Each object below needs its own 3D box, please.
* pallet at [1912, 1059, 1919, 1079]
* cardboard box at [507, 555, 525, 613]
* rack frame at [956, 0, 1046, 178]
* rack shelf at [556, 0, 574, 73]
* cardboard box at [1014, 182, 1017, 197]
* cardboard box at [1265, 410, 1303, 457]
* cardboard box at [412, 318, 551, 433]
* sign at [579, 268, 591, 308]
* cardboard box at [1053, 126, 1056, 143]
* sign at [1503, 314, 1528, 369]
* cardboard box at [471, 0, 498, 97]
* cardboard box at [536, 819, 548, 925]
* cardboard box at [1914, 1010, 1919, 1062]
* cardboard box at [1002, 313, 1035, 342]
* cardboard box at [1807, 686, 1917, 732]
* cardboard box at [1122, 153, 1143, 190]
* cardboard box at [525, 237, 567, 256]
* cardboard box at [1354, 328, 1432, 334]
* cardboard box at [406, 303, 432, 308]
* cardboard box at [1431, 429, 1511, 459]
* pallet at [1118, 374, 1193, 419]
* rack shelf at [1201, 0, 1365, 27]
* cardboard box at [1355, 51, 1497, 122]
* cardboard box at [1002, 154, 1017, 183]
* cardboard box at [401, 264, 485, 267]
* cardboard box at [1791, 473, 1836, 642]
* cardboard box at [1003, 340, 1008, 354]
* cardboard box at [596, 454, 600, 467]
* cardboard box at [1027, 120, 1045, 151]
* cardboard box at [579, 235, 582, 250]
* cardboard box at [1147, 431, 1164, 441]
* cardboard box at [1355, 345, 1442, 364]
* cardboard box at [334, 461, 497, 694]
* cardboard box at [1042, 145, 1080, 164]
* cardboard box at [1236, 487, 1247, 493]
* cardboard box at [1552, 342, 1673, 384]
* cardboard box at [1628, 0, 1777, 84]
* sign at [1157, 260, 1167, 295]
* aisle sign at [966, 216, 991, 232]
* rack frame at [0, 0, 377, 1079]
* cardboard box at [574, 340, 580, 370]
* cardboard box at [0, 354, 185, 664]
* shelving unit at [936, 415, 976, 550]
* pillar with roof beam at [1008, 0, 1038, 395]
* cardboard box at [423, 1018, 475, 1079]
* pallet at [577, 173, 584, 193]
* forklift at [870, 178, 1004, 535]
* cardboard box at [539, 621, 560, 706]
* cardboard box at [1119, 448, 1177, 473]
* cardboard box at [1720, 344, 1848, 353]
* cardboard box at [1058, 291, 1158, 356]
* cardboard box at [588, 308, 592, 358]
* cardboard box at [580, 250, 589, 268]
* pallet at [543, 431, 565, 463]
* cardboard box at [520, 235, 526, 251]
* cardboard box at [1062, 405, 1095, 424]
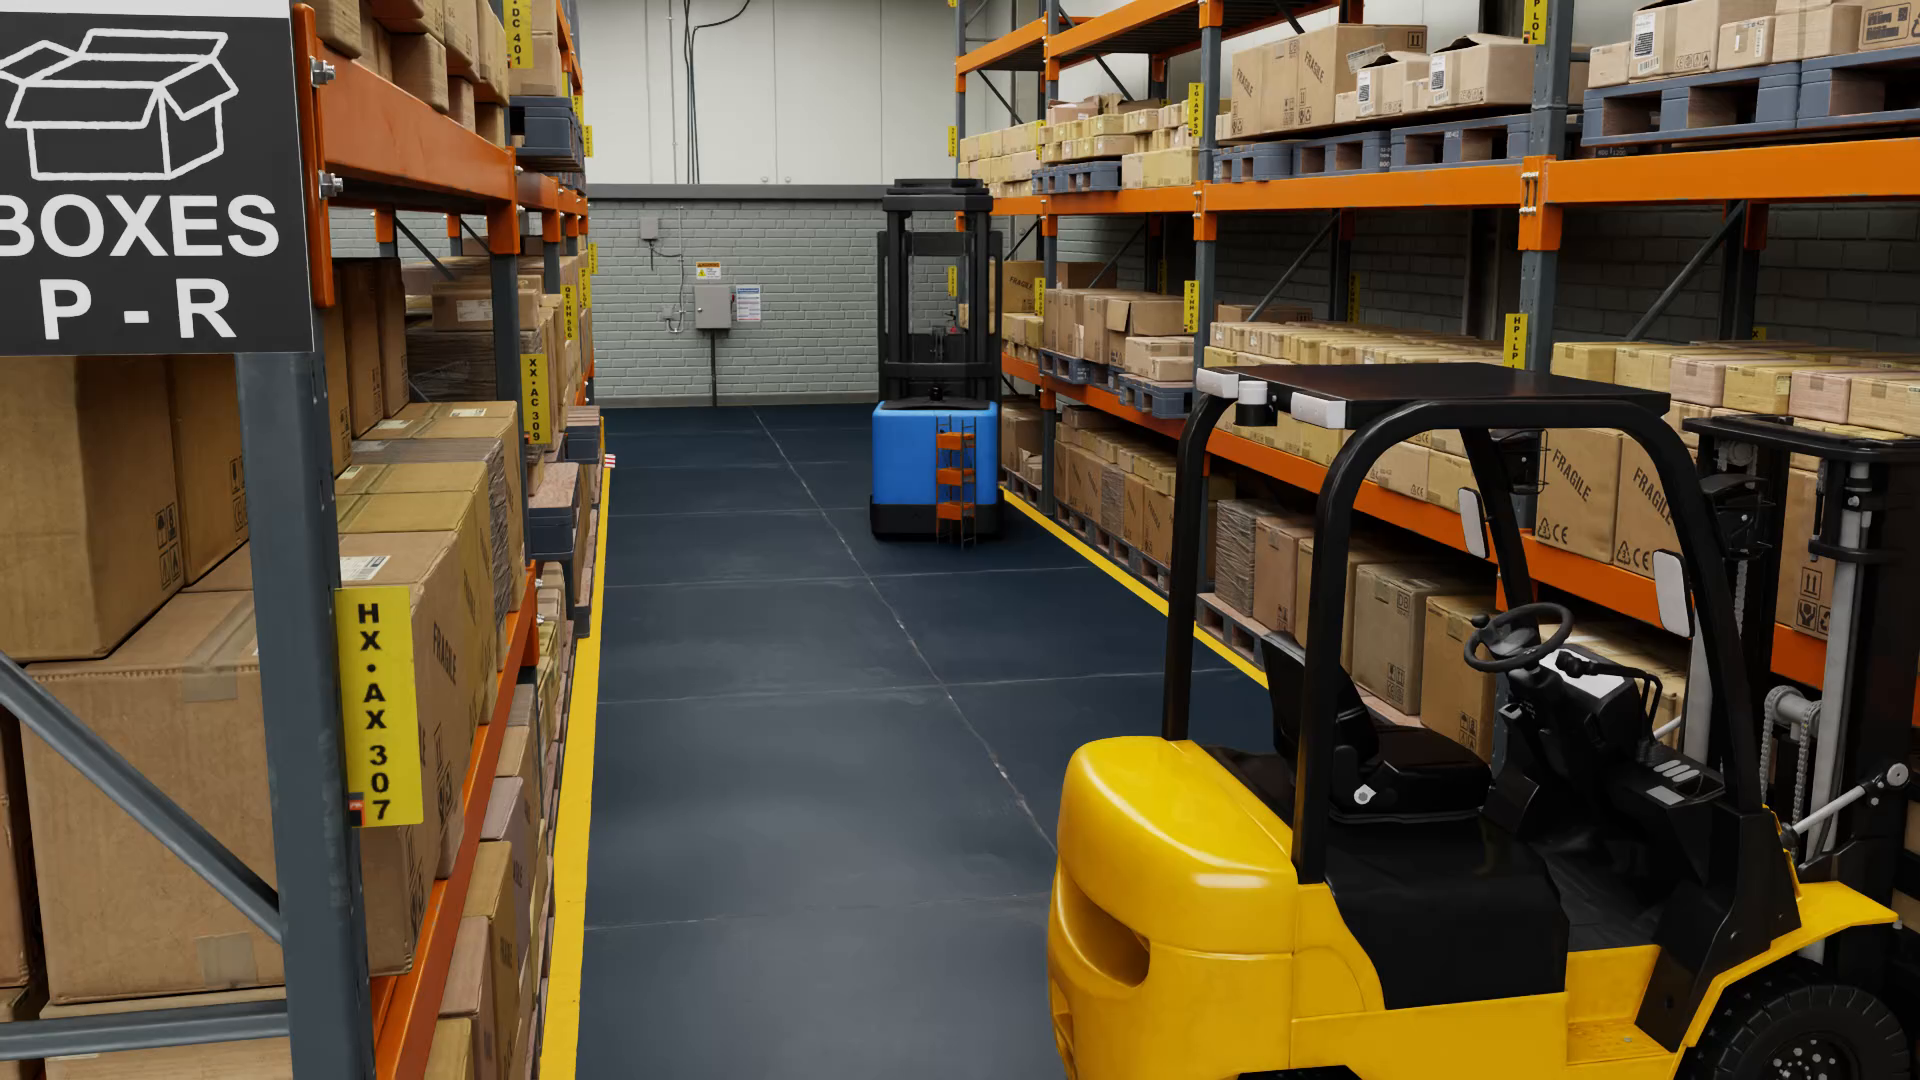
[{"bbox_3d":[3.143,1.493,5.286,1.003,0.211,1.213,-2,11,-11],"label":"pallet"},{"bbox_3d":[-1.663,0.150,5.558,0.380,0.149,0.250,-2,11,-10],"label":"cardboard box"},{"bbox_3d":[0.455,-5.396,17.980,1.000,3.000,0.127,-2,11,-11],"label":"rack frame"},{"bbox_3d":[-3.246,-3.565,11.351,1.077,0.370,4.000,-2,11,-11],"label":"rack shelf"},{"bbox_3d":[0.718,-3.311,15.717,0.380,0.149,0.250,-2,11,-9],"label":"cardboard box"},{"bbox_3d":[2.057,-0.631,9.391,0.500,0.250,0.500,-2,11,-13],"label":"cardboard box"},{"bbox_3d":[-1.987,-0.657,6.938,0.500,0.500,0.500,-2,11,-11],"label":"cardboard box"},{"bbox_3d":[-3.105,-2.086,13.746,0.100,0.325,0.005,-2,11,-11],"label":"sign"},{"bbox_3d":[0.982,-3.350,13.738,0.380,0.149,0.250,-2,11,-10],"label":"cardboard box"},{"bbox_3d":[2.258,-0.756,6.763,0.100,0.325,0.005,-2,11,-11],"label":"sign"},{"bbox_3d":[-1.630,-1.449,4.870,0.500,0.250,0.500,-2,11,-12],"label":"cardboard box"},{"bbox_3d":[-1.701,1.176,5.725,0.500,0.250,0.500,-2,11,-8],"label":"cardboard box"},{"bbox_3d":[2.990,1.372,4.698,0.500,0.250,0.500,-2,11,-10],"label":"cardboard box"},{"bbox_3d":[0.699,-2.056,16.079,0.500,0.250,0.500,-2,11,-11],"label":"cardboard box"},{"bbox_3d":[3.273,0.674,5.689,0.500,0.250,0.500,-2,11,-11],"label":"cardboard box"},{"bbox_3d":[1.477,-2.651,11.980,0.500,0.250,0.500,-2,11,-11],"label":"cardboard box"},{"bbox_3d":[-3.442,-2.460,13.924,0.380,0.149,0.250,-2,11,-12],"label":"cardboard box"},{"bbox_3d":[2.540,-1.161,9.772,0.380,0.149,0.250,-2,11,-12],"label":"cardboard box"},{"bbox_3d":[-2.779,-0.919,8.314,0.500,0.500,0.500,-2,11,-10],"label":"cardboard box"},{"bbox_3d":[2.443,-0.501,7.369,0.500,0.250,0.500,-2,11,-12],"label":"cardboard box"},{"bbox_3d":[1.810,-1.009,11.489,1.213,0.211,1.003,-2,11,-11],"label":"pallet"},{"bbox_3d":[2.400,-3.012,8.448,1.077,0.370,4.000,-2,11,-11],"label":"rack shelf"},{"bbox_3d":[2.260,-2.198,8.047,0.500,0.311,0.500,-3,11,-13],"label":"cardboard box"},{"bbox_3d":[0.694,-3.530,15.804,0.500,0.250,0.500,-2,11,-10],"label":"cardboard box"},{"bbox_3d":[-3.322,-1.520,10.718,0.500,0.500,0.500,-2,11,-10],"label":"cardboard box"},{"bbox_3d":[2.913,0.074,5.015,0.500,0.500,0.500,-2,11,-11],"label":"cardboard box"},{"bbox_3d":[0.640,-1.925,16.459,0.380,0.149,0.250,-2,11,-11],"label":"cardboard box"},{"bbox_3d":[-4.001,-0.930,16.292,0.875,0.438,0.875,-2,11,-9],"label":"cardboard box"},{"bbox_3d":[0.899,-3.591,14.785,0.500,0.250,0.500,-2,11,-11],"label":"cardboard box"},{"bbox_3d":[-3.933,-2.930,16.394,0.380,0.149,0.250,-2,11,-10],"label":"cardboard box"},{"bbox_3d":[1.775,-0.817,13.794,0.380,0.149,0.250,-3,11,-14],"label":"cardboard box"},{"bbox_3d":[2.227,-0.904,8.420,0.380,0.149,0.250,-2,11,-11],"label":"cardboard box"},{"bbox_3d":[-1.433,0.093,4.121,0.500,0.500,0.500,-2,11,-12],"label":"cardboard box"},{"bbox_3d":[0.901,-3.252,14.017,0.380,0.149,0.250,-2,11,-10],"label":"cardboard box"},{"bbox_3d":[2.128,-0.138,11.962,0.500,0.500,0.500,-2,11,-11],"label":"cardboard box"},{"bbox_3d":[2.560,-0.693,6.516,0.380,0.149,0.250,-2,11,-10],"label":"cardboard box"},{"bbox_3d":[2.712,-1.772,5.808,0.500,0.311,0.500,-2,11,-10],"label":"cardboard box"},{"bbox_3d":[1.777,-2.305,14.687,0.100,0.325,0.005,-2,11,-11],"label":"sign"},{"bbox_3d":[0.154,-3.728,18.307,0.394,0.787,0.004,-2,11,-11],"label":"aisle sign"},{"bbox_3d":[-1.298,0.667,2.172,0.949,2.616,0.053,-2,11,-11],"label":"rack frame"},{"bbox_3d":[-2.984,-1.354,11.855,0.500,0.250,0.500,-2,11,-10],"label":"cardboard box"},{"bbox_3d":[-1.615,-0.105,2.491,0.700,0.500,0.500,-2,11,-12],"label":"cardboard box"},{"bbox_3d":[-0.029,-0.466,13.336,0.252,1.050,0.215,7,13,34],"label":"shelving unit"},{"bbox_3d":[-3.408,-5.767,19.927,9.100,9.000,0.400,-2,11,-11],"label":"pillar with roof beam"},{"bbox_3d":[-1.192,1.281,3.172,0.500,0.500,0.500,-3,11,-13],"label":"cardboard box"},{"bbox_3d":[-4.018,-3.338,15.426,1.003,0.211,1.213,-2,11,-11],"label":"pallet"},{"bbox_3d":[-0.166,-1.706,14.822,1.130,2.935,3.031,0,11,1],"label":"forklift"},{"bbox_3d":[-2.464,0.662,8.098,0.950,0.372,0.625,-2,11,-9],"label":"cardboard box"},{"bbox_3d":[1.436,-0.604,12.676,0.380,0.149,0.250,-3,11,-14],"label":"cardboard box"},{"bbox_3d":[3.155,-0.667,6.380,0.380,0.149,0.250,-2,11,-13],"label":"cardboard box"},{"bbox_3d":[1.208,-1.779,13.630,0.700,0.500,0.500,-2,11,-10],"label":"cardboard box"},{"bbox_3d":[-3.754,-1.957,15.690,0.500,0.500,0.500,-2,11,-9],"label":"cardboard box"},{"bbox_3d":[-3.956,-2.633,16.569,0.500,0.500,0.500,-2,11,-11],"label":"cardboard box"},{"bbox_3d":[-2.432,-0.345,7.998,1.003,0.211,1.213,-2,11,-11],"label":"pallet"},{"bbox_3d":[-4.385,-2.860,16.026,0.380,0.149,0.250,-2,11,-10],"label":"cardboard box"},{"bbox_3d":[1.101,-1.085,14.407,0.380,0.149,0.250,-2,11,-12],"label":"cardboard box"}]
